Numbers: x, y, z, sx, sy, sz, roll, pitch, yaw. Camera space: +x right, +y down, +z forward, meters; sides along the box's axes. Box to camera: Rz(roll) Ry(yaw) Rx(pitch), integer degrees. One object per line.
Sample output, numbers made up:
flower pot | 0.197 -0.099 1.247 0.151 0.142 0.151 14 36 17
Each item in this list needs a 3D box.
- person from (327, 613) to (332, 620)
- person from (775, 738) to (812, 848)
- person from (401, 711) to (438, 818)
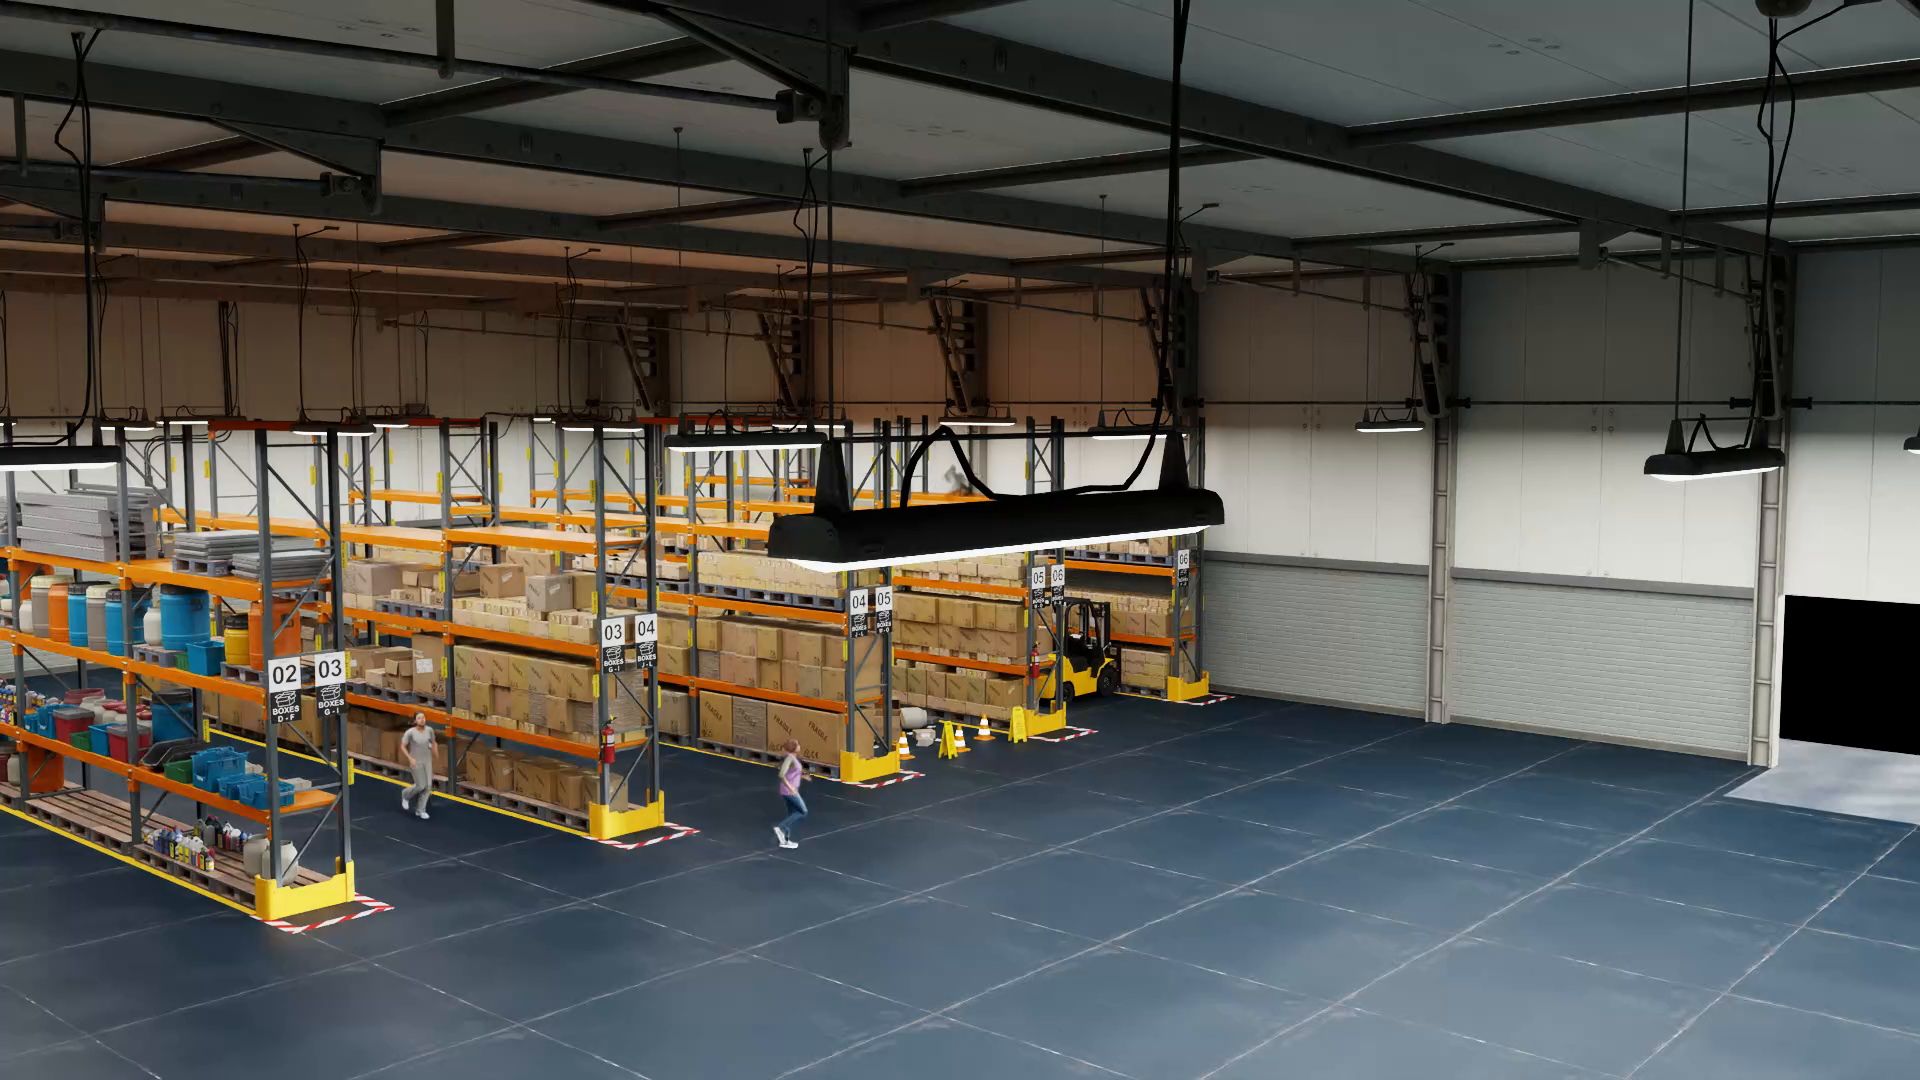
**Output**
person | -13.809 2.404 36.402 0.716 1.734 0.675 4 6 41
person | -2.354 3.590 23.655 0.511 1.568 0.521 -1 5 -9
person | -8.249 3.413 25.423 0.600 1.639 0.561 4 7 43
